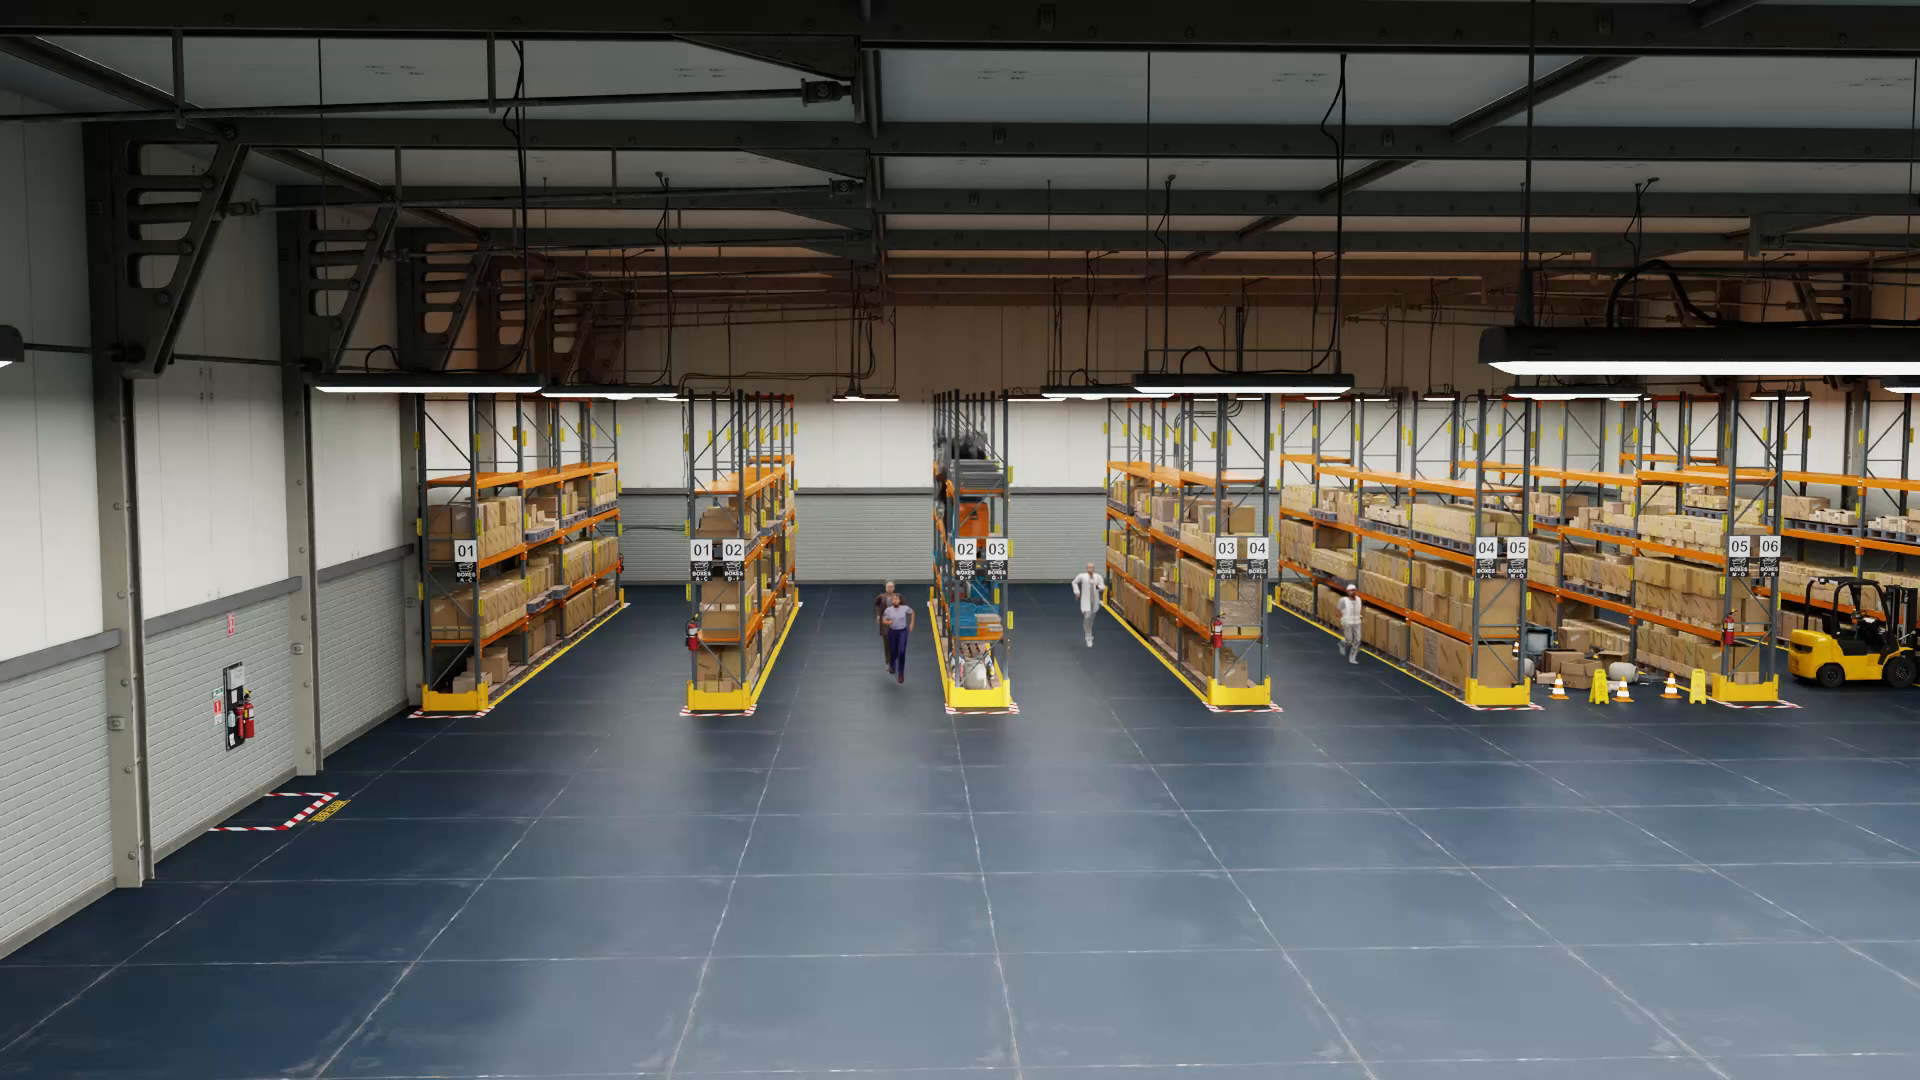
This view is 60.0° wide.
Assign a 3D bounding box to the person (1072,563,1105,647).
[{"bbox_3d":[2.970,1.459,38.016,0.672,1.891,0.819,-1,5,-17],"label":"person"}]

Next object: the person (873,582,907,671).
[{"bbox_3d":[-1.432,1.766,34.234,0.716,1.823,0.868,0,5,0],"label":"person"}]

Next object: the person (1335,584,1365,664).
[{"bbox_3d":[8.669,1.852,36.876,0.683,1.743,0.689,-1,5,-11],"label":"person"}]

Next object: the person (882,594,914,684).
[{"bbox_3d":[-1.234,1.950,33.112,0.608,1.763,0.827,0,5,2],"label":"person"}]
